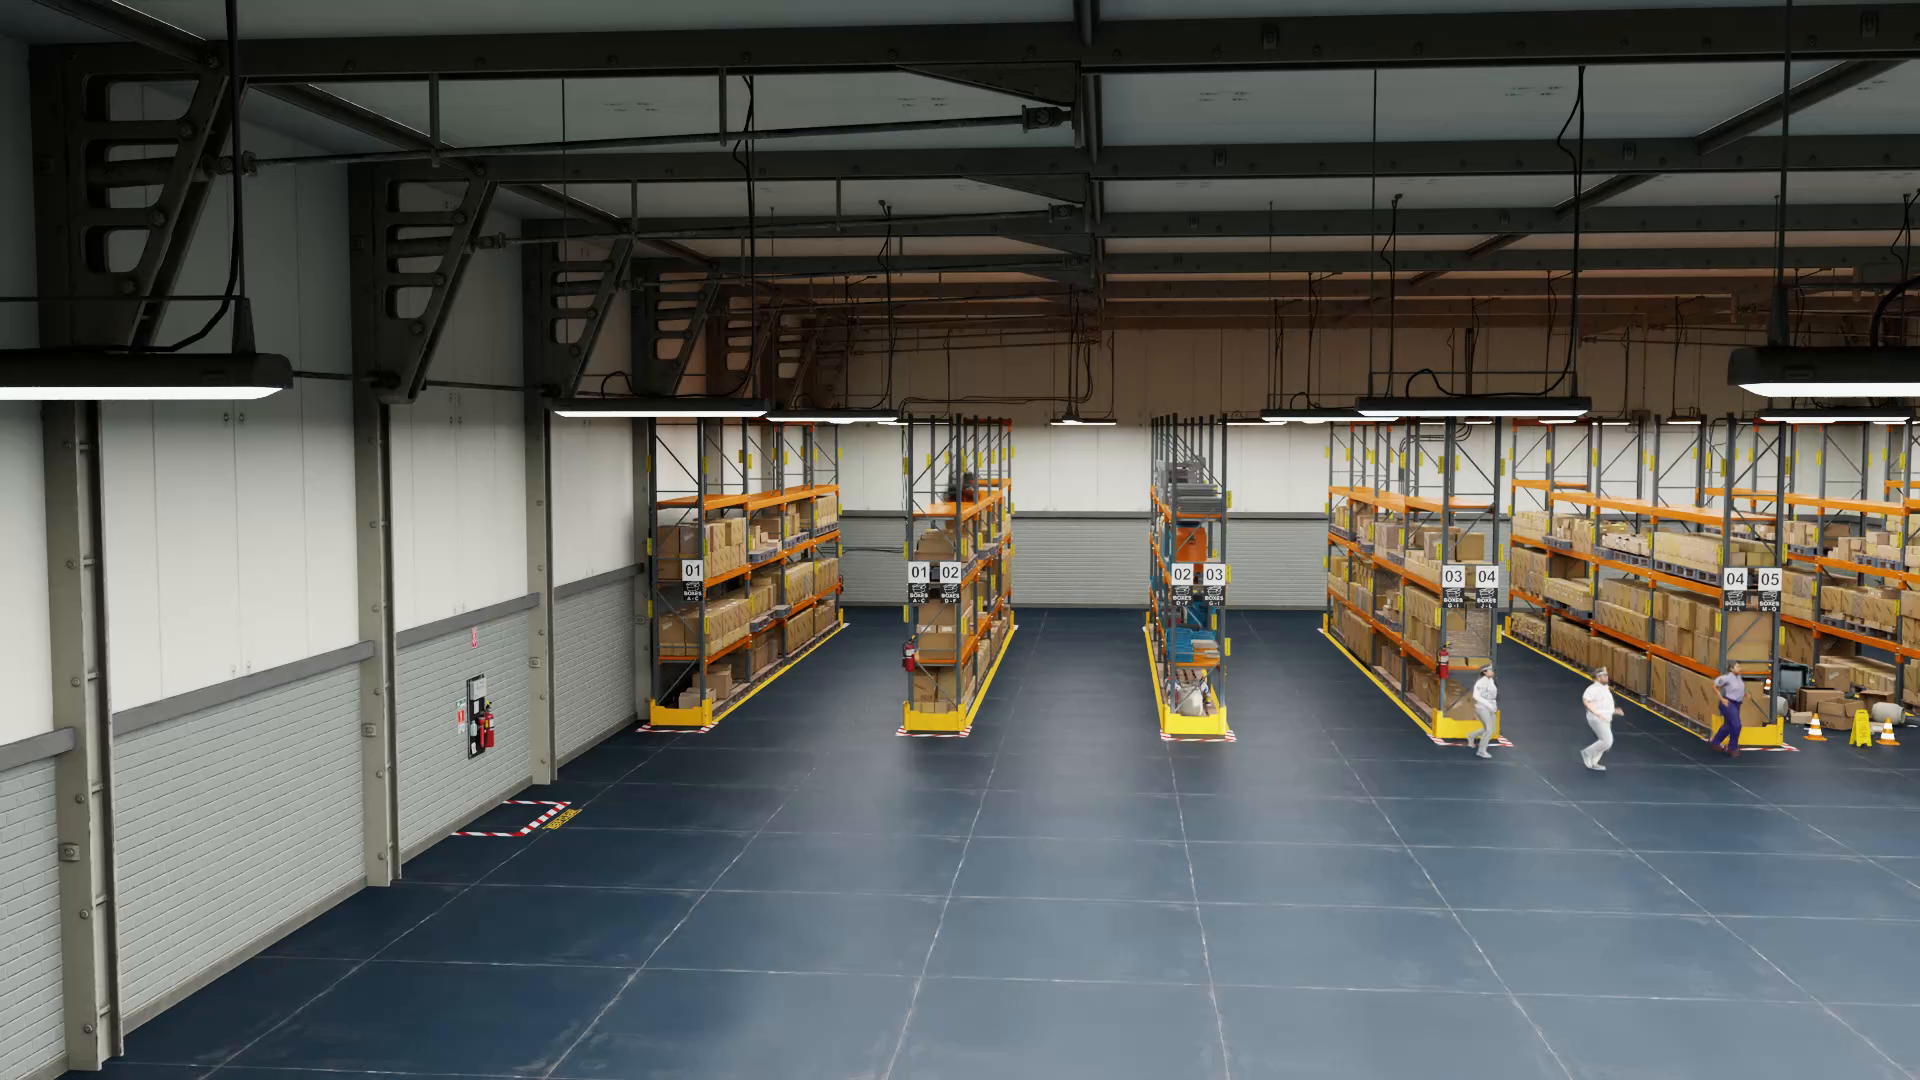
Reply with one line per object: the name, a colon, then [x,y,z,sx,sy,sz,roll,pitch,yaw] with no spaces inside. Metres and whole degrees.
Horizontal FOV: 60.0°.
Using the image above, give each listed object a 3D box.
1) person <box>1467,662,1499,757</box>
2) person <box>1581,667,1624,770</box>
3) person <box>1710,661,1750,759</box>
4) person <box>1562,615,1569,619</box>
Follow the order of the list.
person: [9.161,2.955,29.121,0.600,1.664,0.667,4,5,45]
person: [10.724,2.979,27.757,0.588,1.737,0.637,3,5,40]
person: [13.464,2.973,29.078,0.591,1.710,0.679,-3,5,-41]
person: [17.412,1.683,47.223,0.735,1.729,0.664,0,4,4]
